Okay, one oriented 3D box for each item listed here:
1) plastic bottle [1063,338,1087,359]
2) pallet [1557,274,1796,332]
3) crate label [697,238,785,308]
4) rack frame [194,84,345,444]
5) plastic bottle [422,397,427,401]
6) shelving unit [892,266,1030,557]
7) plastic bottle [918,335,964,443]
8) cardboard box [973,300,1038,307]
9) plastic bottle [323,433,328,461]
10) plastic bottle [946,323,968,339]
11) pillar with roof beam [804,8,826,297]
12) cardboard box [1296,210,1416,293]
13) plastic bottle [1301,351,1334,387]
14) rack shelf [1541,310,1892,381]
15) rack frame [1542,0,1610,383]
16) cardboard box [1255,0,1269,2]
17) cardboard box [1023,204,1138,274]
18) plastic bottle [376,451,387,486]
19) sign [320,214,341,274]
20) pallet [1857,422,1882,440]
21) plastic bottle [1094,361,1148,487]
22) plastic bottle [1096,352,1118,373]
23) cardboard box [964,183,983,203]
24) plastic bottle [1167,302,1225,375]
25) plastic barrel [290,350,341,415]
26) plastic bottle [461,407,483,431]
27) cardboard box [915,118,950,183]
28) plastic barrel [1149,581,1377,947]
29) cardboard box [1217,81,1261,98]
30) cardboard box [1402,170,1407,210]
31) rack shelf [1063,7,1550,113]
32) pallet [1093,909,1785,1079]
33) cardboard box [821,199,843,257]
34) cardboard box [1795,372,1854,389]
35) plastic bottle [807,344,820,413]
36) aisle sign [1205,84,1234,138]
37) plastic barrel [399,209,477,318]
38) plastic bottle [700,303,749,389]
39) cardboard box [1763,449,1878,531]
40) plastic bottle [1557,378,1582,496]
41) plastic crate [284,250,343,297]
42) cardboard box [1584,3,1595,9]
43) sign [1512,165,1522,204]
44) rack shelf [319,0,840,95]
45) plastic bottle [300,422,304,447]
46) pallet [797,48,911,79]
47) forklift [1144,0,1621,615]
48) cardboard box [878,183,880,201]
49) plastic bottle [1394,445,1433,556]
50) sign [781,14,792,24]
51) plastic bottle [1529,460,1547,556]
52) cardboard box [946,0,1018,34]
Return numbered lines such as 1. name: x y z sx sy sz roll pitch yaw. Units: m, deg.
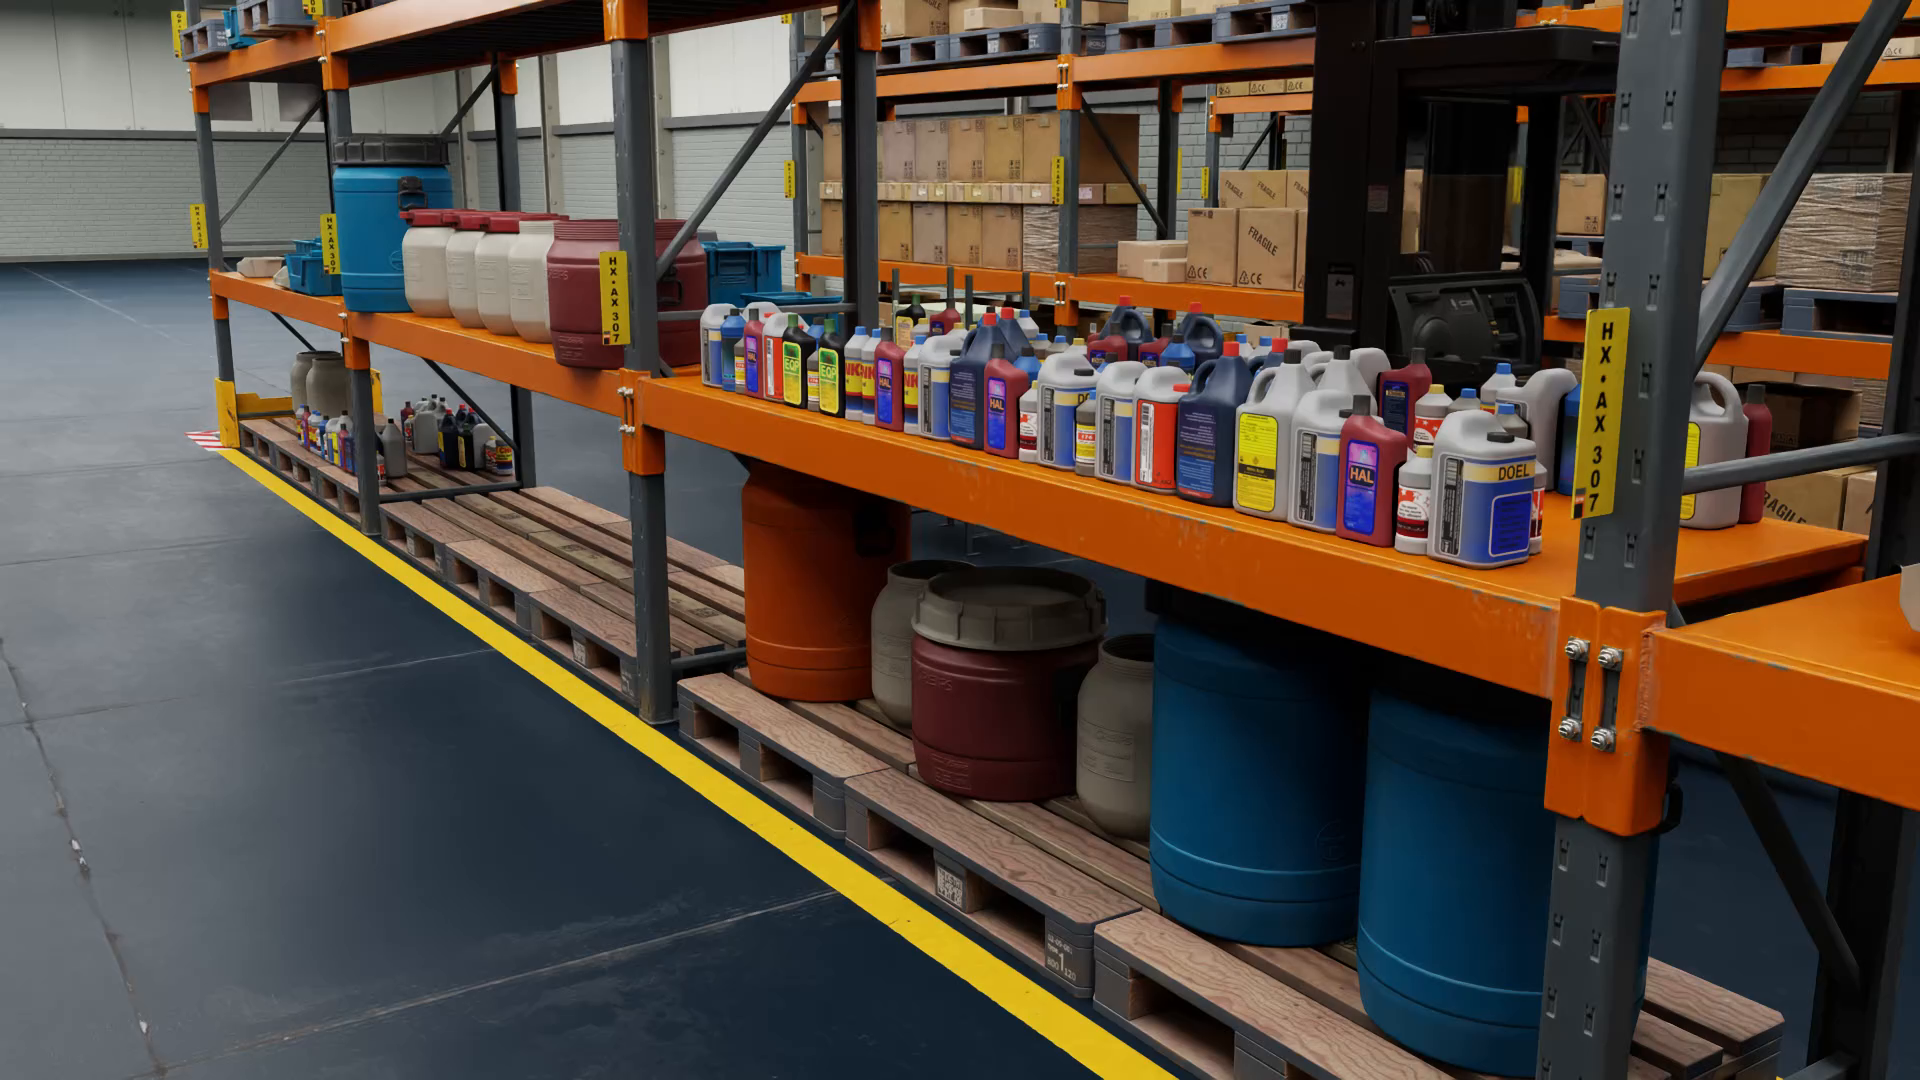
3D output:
1. plastic bottle: 0.374 -0.534 5.247 0.097 0.201 0.097 0 12 0
2. pallet: 3.800 -1.217 8.354 1.213 0.211 1.003 -8 15 -33
3. crate label: -1.085 -1.063 7.120 0.502 0.435 0.616 -8 15 -33
4. rack frame: -5.192 -2.260 12.675 1.000 3.000 0.127 -8 15 -33
5. plastic bottle: -3.730 -0.855 11.577 0.061 0.283 0.133 -8 14 -31
6. shelving unit: -0.004 -0.734 9.207 0.431 1.500 0.755 -8 15 -33
7. plastic bottle: -0.021 -0.415 4.528 0.152 0.276 0.135 -8 15 -33
8. cardboard box: 0.321 -1.749 14.034 0.500 0.500 0.500 -8 15 -33
9. plastic bottle: -4.033 -0.616 10.676 0.097 0.201 0.097 0 12 0
10. plastic bottle: -0.004 -0.655 5.801 0.097 0.201 0.097 0 12 0
11. pillar with roof beam: -6.069 -7.966 24.725 9.100 9.000 0.400 -8 15 -33
12. cardboard box: 2.423 -1.768 10.192 0.500 0.500 0.500 -9 15 -36
13. plastic bottle: 0.877 -0.339 4.183 0.152 0.276 0.135 -8 15 -33
14. rack shelf: 4.474 -0.716 7.297 1.077 0.370 4.000 -8 15 -33
15. rack frame: 3.366 -1.423 8.847 1.000 3.000 0.127 -8 15 -33
16. cardboard box: 2.158 -3.384 10.163 0.500 0.250 0.500 -10 16 -38
17. cardboard box: 0.899 -2.261 12.447 0.700 0.500 0.500 -9 15 -34
18. plastic bottle: -3.436 -0.424 9.800 0.097 0.201 0.097 0 12 0
19. sign: -3.440 -1.621 9.104 0.100 0.325 0.005 -8 15 -33
20. pallet: 7.056 -0.787 12.466 1.003 0.211 1.213 -8 15 -33
21. plastic bottle: 0.413 -0.276 3.892 0.152 0.276 0.135 -8 15 -33
22. plastic bottle: 0.378 -0.333 4.163 0.097 0.271 0.097 0 12 0
23. cardboard box: 0.258 -2.704 12.954 0.380 0.149 0.250 -8 15 -33
24. plastic bottle: 0.683 -0.499 4.736 0.144 0.351 0.185 -8 15 -33
25. plastic barrel: -4.764 -1.142 12.402 0.421 0.512 0.421 0 12 0
26. plastic bottle: -3.078 -0.662 10.539 0.144 0.351 0.185 -8 14 -31
27. cardboard box: 0.064 -3.163 13.533 0.700 0.500 0.500 -8 15 -33
28. plastic barrel: 0.777 0.469 4.123 0.600 0.901 0.708 -8 15 -33
29. cardboard box: 3.032 -4.868 17.297 0.500 0.500 0.500 -8 14 -31
30. cardboard box: 4.201 -3.251 15.753 0.500 0.500 0.500 -9 15 -34
31. rack shelf: 2.258 -2.893 10.230 1.077 0.370 4.000 -8 15 -33
32. pallet: 1.064 1.094 3.864 1.003 0.211 1.213 -8 15 -33
33. cardboard box: -0.819 -2.810 14.956 0.700 0.500 0.500 -8 15 -33
34. cardboard box: 6.857 -1.231 12.791 0.700 0.500 0.500 -8 15 -33
35. plastic bottle: -0.417 -0.495 5.070 0.097 0.201 0.097 0 12 0
36. aisle sign: 2.766 -4.680 17.656 0.394 0.787 0.004 -8 15 -33
37. plastic barrel: -2.628 -1.419 8.511 0.433 0.535 0.433 0 12 0
38. plastic bottle: -0.789 -0.661 5.655 0.152 0.276 0.135 -8 15 -33
39. cardboard box: 3.949 -0.120 7.709 0.500 0.500 0.500 -8 15 -34
40. plastic bottle: 1.401 -0.238 3.730 0.097 0.271 0.097 0 12 0
41. plastic crate: -3.815 -1.641 10.191 0.499 0.251 0.616 -8 15 -33
42. cardboard box: 5.508 -4.334 13.920 0.500 0.500 0.500 -6 14 -25
43. sign: 4.824 -3.079 14.392 0.100 0.325 0.005 -8 15 -33
44. rack shelf: -1.868 -2.307 7.552 1.077 0.370 4.000 -8 15 -33
45. plastic bottle: -4.390 -0.730 11.200 0.097 0.201 0.097 0 12 0
46. pallet: -0.696 -4.139 14.453 1.003 0.211 1.213 -8 15 -33
47. forklift: 2.153 -0.868 6.471 1.130 2.935 3.031 -10 16 -38
48. cardboard box: -0.605 -2.980 14.214 0.380 0.149 0.250 -8 15 -34
49. plastic bottle: 0.882 -0.078 3.162 0.097 0.201 0.097 0 12 0
50. sign: -1.532 -4.712 14.635 0.100 0.325 0.005 -8 15 -33
51. plastic bottle: 1.062 -0.079 3.165 0.097 0.201 0.097 0 12 0
52. cardboard box: 0.342 -4.231 13.116 0.797 0.503 0.637 -6 14 -27
